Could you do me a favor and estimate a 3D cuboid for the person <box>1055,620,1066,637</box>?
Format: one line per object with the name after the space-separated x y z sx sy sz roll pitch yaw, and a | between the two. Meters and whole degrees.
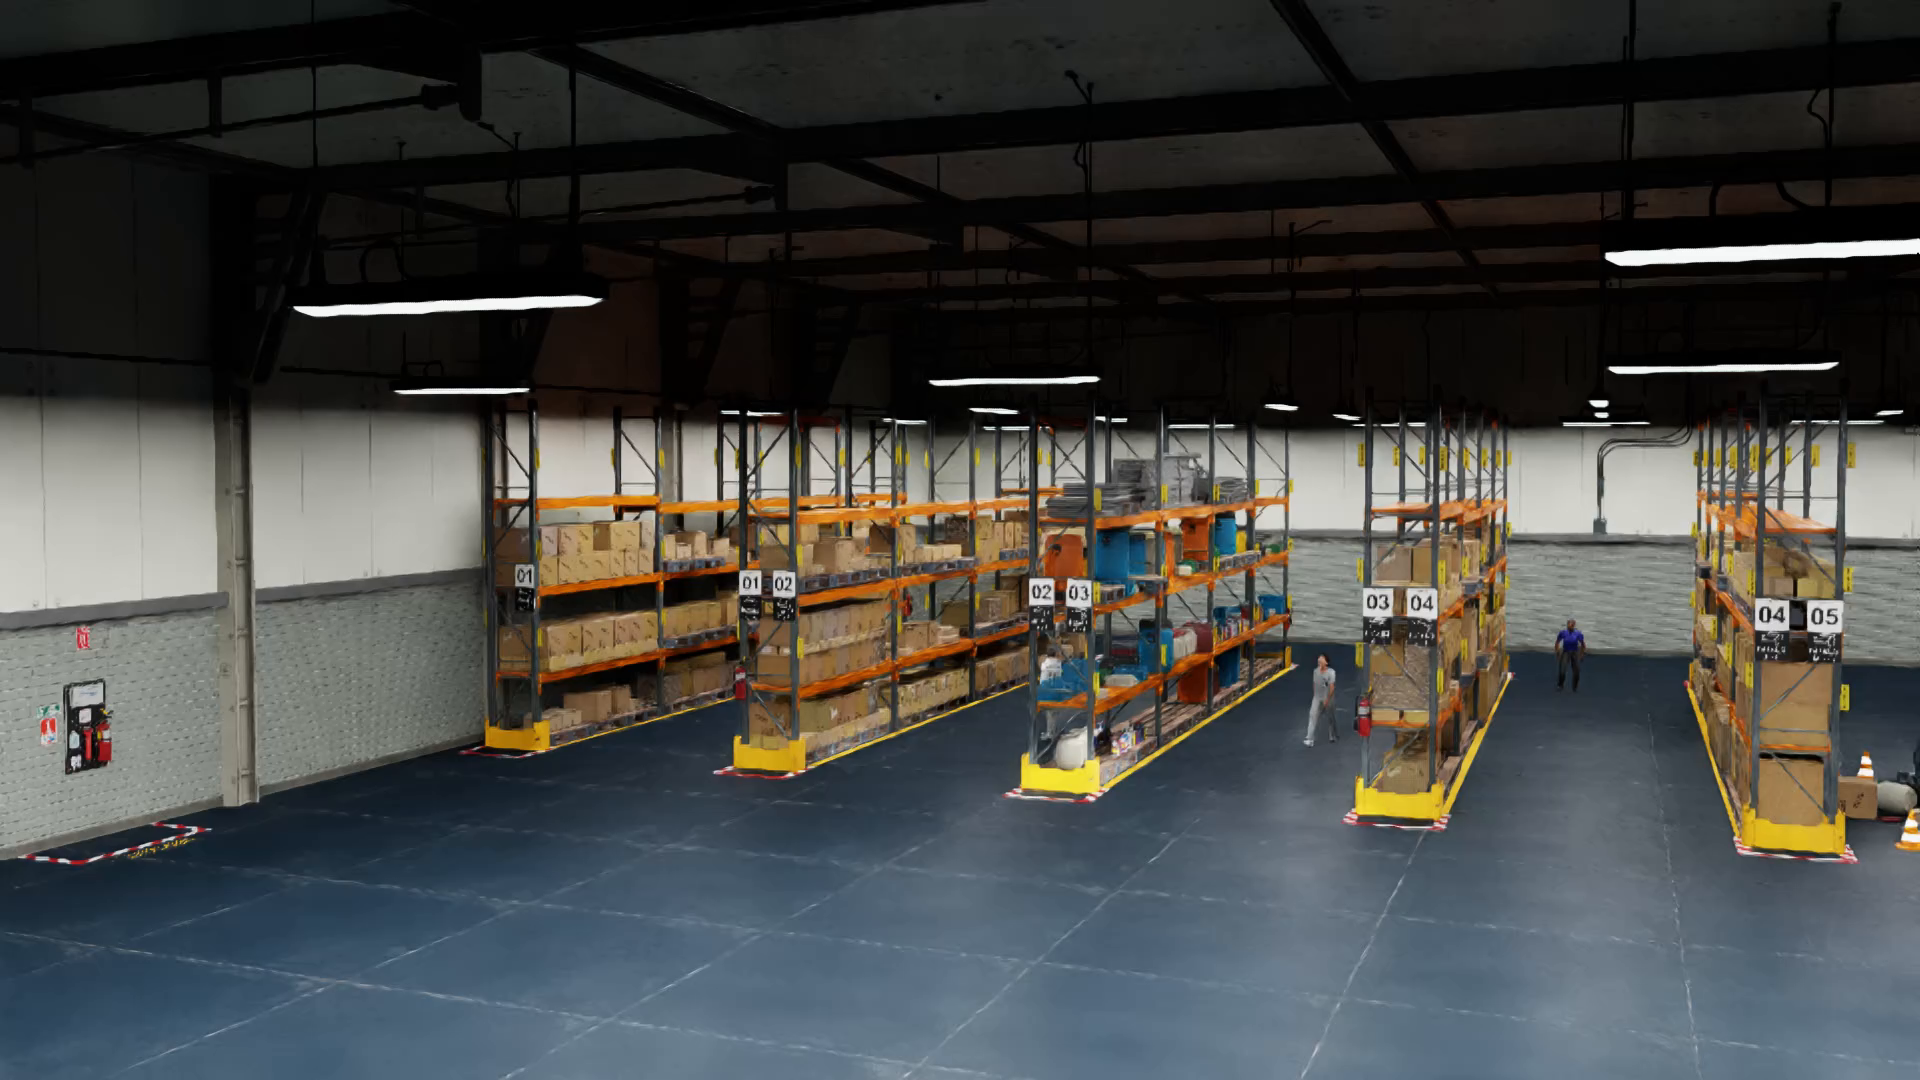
2.846 1.967 43.694 0.574 1.668 0.805 3 4 43 | person

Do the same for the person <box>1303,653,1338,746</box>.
6.321 2.767 28.909 0.445 1.585 1.019 2 3 31 | person

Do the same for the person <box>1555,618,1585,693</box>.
13.014 2.459 35.474 0.592 1.604 0.518 1 3 19 | person

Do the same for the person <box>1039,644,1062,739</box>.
1.591 2.694 29.592 0.524 1.677 0.463 -2 4 -38 | person

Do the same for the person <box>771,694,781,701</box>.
-3.763 2.516 33.256 0.536 1.659 1.037 1 3 13 | person
